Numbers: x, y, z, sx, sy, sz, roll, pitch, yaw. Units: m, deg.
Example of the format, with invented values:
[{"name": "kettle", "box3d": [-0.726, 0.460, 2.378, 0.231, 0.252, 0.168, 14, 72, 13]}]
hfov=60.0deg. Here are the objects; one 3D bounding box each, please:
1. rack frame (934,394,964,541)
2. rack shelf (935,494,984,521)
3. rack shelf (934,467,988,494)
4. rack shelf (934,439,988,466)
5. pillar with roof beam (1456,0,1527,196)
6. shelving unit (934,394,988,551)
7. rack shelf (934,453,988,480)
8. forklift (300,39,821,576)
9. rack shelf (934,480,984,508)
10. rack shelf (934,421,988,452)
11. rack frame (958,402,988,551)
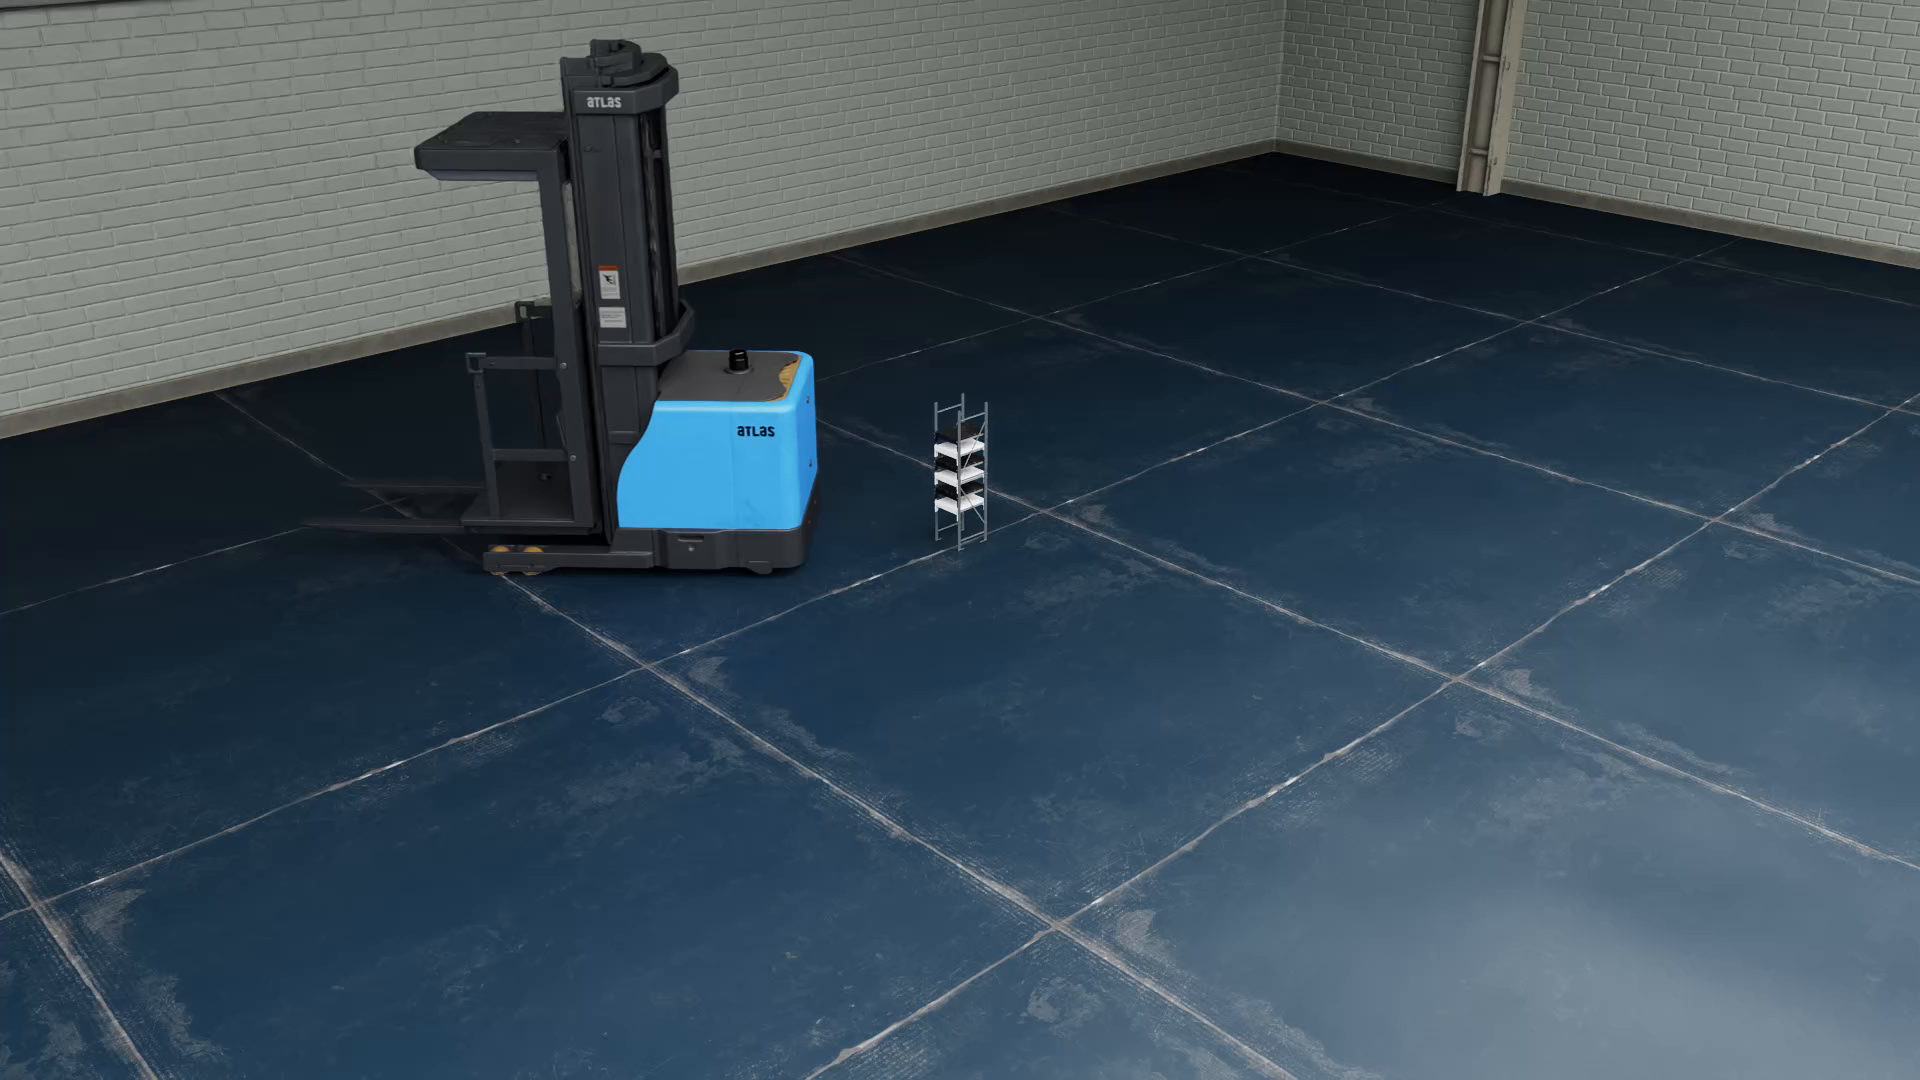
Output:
[{"name": "rack frame", "box3d": [-0.064, -0.438, 10.125, 0.240, 0.900, 0.006, -21, 32, -38]}, {"name": "rack shelf", "box3d": [0.006, -0.213, 10.146, 0.258, 0.077, 0.200, -21, 32, -38]}, {"name": "rack shelf", "box3d": [0.006, -0.377, 10.072, 0.258, 0.077, 0.200, -21, 32, -38]}, {"name": "rack shelf", "box3d": [0.006, -0.540, 9.997, 0.258, 0.077, 0.200, -21, 32, -38]}, {"name": "pillar with roof beam", "box3d": [2.772, -6.852, 14.427, 9.100, 9.000, 0.400, -21, 32, -38]}, {"name": "shelving unit", "box3d": [0.006, -0.407, 10.058, 0.258, 0.900, 0.210, -21, 32, -38]}, {"name": "rack shelf", "box3d": [0.006, -0.459, 10.034, 0.258, 0.077, 0.200, -21, 32, -38]}, {"name": "forklift", "box3d": [-2.414, -1.342, 9.660, 3.031, 2.935, 1.130, 1, 25, 2]}, {"name": "rack shelf", "box3d": [0.006, -0.295, 10.109, 0.258, 0.077, 0.200, -21, 32, -38]}, {"name": "rack shelf", "box3d": [0.006, -0.622, 9.960, 0.258, 0.077, 0.200, -21, 32, -38]}, {"name": "rack frame", "box3d": [0.075, -0.376, 9.990, 0.240, 0.900, 0.006, -21, 32, -38]}]
